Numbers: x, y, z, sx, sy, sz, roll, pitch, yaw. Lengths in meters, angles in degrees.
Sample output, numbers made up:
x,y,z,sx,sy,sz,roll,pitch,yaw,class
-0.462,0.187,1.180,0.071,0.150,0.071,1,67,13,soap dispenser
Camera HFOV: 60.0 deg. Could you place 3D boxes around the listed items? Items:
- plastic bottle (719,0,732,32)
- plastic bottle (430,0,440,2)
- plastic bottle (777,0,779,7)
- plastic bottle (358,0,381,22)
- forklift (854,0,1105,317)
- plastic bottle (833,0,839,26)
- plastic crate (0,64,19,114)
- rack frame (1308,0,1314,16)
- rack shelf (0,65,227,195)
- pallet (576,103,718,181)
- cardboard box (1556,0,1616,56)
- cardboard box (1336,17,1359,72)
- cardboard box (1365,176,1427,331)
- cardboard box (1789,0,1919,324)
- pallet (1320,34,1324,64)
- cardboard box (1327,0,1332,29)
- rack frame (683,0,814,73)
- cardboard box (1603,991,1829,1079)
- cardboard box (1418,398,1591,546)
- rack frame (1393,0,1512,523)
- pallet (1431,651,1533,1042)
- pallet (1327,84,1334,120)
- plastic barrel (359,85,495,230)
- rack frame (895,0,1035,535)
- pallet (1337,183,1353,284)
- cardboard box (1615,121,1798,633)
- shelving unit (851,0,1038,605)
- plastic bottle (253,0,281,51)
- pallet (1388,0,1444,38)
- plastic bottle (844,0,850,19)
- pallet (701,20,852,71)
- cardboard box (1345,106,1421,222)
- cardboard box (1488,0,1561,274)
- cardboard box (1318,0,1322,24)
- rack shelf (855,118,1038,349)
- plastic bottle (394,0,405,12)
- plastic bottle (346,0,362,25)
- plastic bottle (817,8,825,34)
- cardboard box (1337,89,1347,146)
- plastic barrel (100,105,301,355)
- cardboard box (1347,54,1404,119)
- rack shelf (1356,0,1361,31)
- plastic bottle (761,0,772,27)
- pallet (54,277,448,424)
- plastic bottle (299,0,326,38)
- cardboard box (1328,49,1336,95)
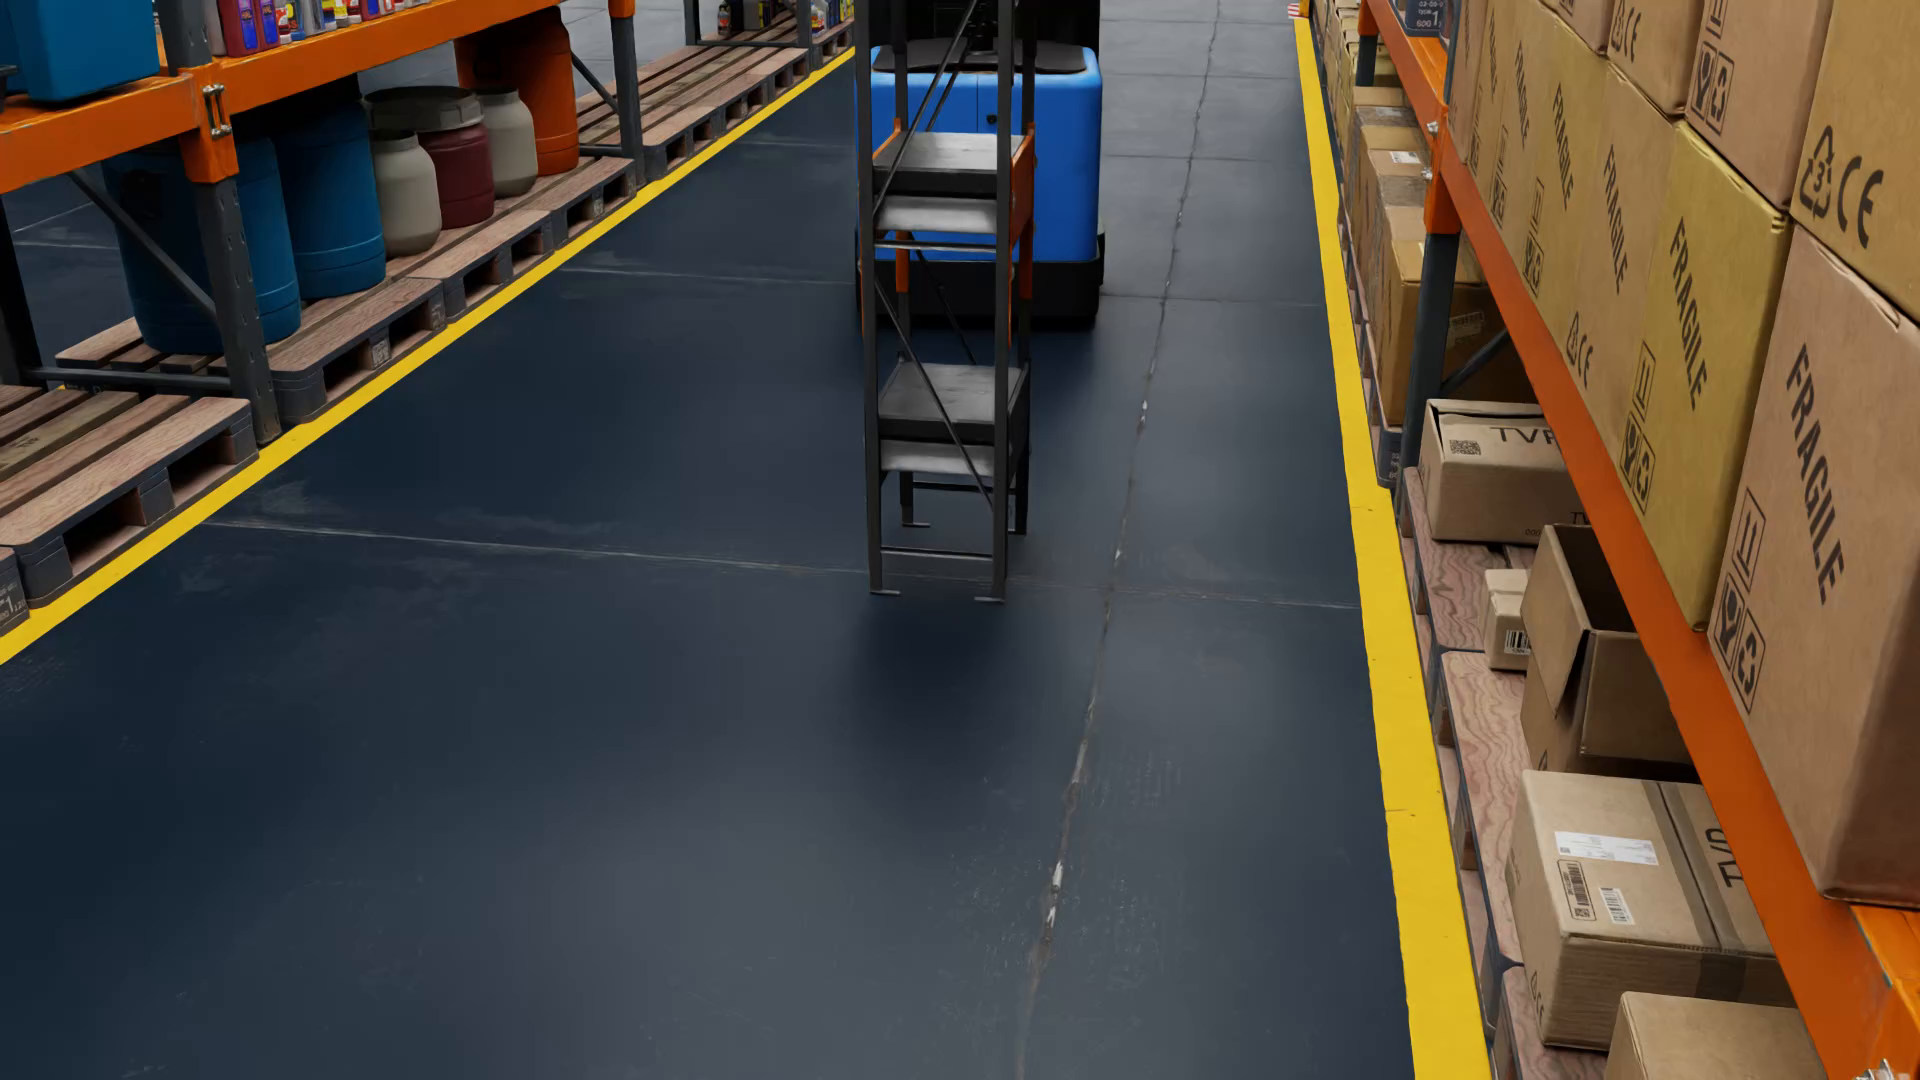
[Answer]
x,y,z,sx,sy,sz,roll,pitch,yaw,class
-1.915,-4.290,13.562,0.061,0.283,0.133,5,26,11,plastic bottle
-2.273,-2.432,7.058,0.097,0.271,0.097,0,25,0,plastic bottle
-1.673,-4.909,14.884,0.061,0.283,0.133,4,25,9,plastic bottle
-2.349,-2.194,6.536,0.061,0.283,0.133,4,25,9,plastic bottle
0.122,-2.866,7.915,1.130,2.935,3.031,1,25,2,forklift
-1.096,-4.484,13.898,0.144,0.351,0.185,3,25,6,plastic bottle
-2.893,-1.167,4.459,0.437,0.125,0.590,4,25,9,plastic crate
3.872,-6.425,15.439,1.000,3.000,0.127,4,25,9,rack frame
-3.302,-0.589,3.818,1.077,0.370,4.000,4,25,9,rack shelf
-2.157,-2.482,10.305,1.003,0.211,1.213,4,25,9,pallet
1.304,-1.080,2.722,0.500,0.500,0.500,5,26,10,cardboard box
2.655,-3.153,10.533,0.500,0.311,0.500,5,25,10,cardboard box
1.880,-1.116,6.525,0.500,0.500,0.500,4,25,9,cardboard box
1.059,-0.437,1.348,0.500,0.500,0.500,4,25,8,cardboard box
3.390,-3.819,13.160,1.003,0.211,1.213,4,25,9,pallet
2.905,-3.796,11.907,0.500,0.311,0.500,4,25,9,cardboard box
-1.668,-5.097,12.601,1.000,3.000,0.127,4,25,9,rack frame
1.103,0.955,2.101,0.500,0.500,0.500,4,25,9,cardboard box
1.629,-0.227,4.850,0.500,0.311,0.500,4,25,9,cardboard box
1.911,-1.406,4.716,1.000,3.000,0.127,4,25,9,rack frame
1.601,0.656,3.601,1.003,0.211,1.213,4,25,9,pallet
3.136,-3.179,11.792,1.003,0.211,1.213,4,25,9,pallet
-2.569,-1.844,8.000,0.600,0.588,0.708,4,25,9,plastic barrel
0.013,-0.984,4.875,0.400,2.100,0.015,4,25,9,rack frame
2.405,-1.507,8.220,1.003,0.211,1.213,4,25,9,pallet
1.143,-0.202,2.026,0.500,0.500,0.500,4,25,9,cardboard box
-0.027,-0.882,4.657,0.431,2.100,0.503,4,25,9,shelving unit
-2.473,-1.878,5.861,0.061,0.283,0.133,4,25,9,plastic bottle
2.251,-2.179,6.593,1.003,0.211,1.213,4,25,9,pallet
-1.026,-4.662,14.278,0.144,0.351,0.185,4,25,8,plastic bottle
-1.517,-4.112,13.786,1.003,0.211,1.213,4,25,9,pallet
2.128,-1.757,7.894,0.500,0.500,0.500,3,25,7,cardboard box
1.394,-0.834,3.375,0.500,0.500,0.500,4,25,8,cardboard box
3.318,-4.534,14.146,0.500,0.250,0.500,4,25,9,cardboard box
-0.027,-0.869,4.663,0.431,0.518,0.480,4,25,9,rack shelf
-2.327,-2.262,6.779,0.097,0.201,0.097,0,25,0,plastic bottle
-2.386,-2.109,6.453,0.097,0.201,0.097,0,25,0,plastic bottle
-1.150,-4.217,13.503,0.097,0.201,0.097,0,25,0,plastic bottle
2.491,-2.477,9.752,0.500,0.250,0.500,4,25,8,cardboard box
-2.870,-1.217,6.292,0.600,0.901,0.708,4,25,9,plastic barrel
2.407,-2.514,9.170,0.500,0.311,0.500,5,25,10,cardboard box
2.891,-3.590,10.230,1.077,0.370,4.000,4,25,9,rack shelf
-1.665,-4.433,13.875,0.152,0.276,0.135,4,25,9,plastic bottle
-2.808,-0.808,6.727,1.003,0.211,1.213,4,25,9,pallet
-2.464,-2.015,6.163,0.152,0.276,0.135,4,25,9,plastic bottle
2.741,-3.115,11.115,0.500,0.250,0.500,3,25,7,cardboard box
